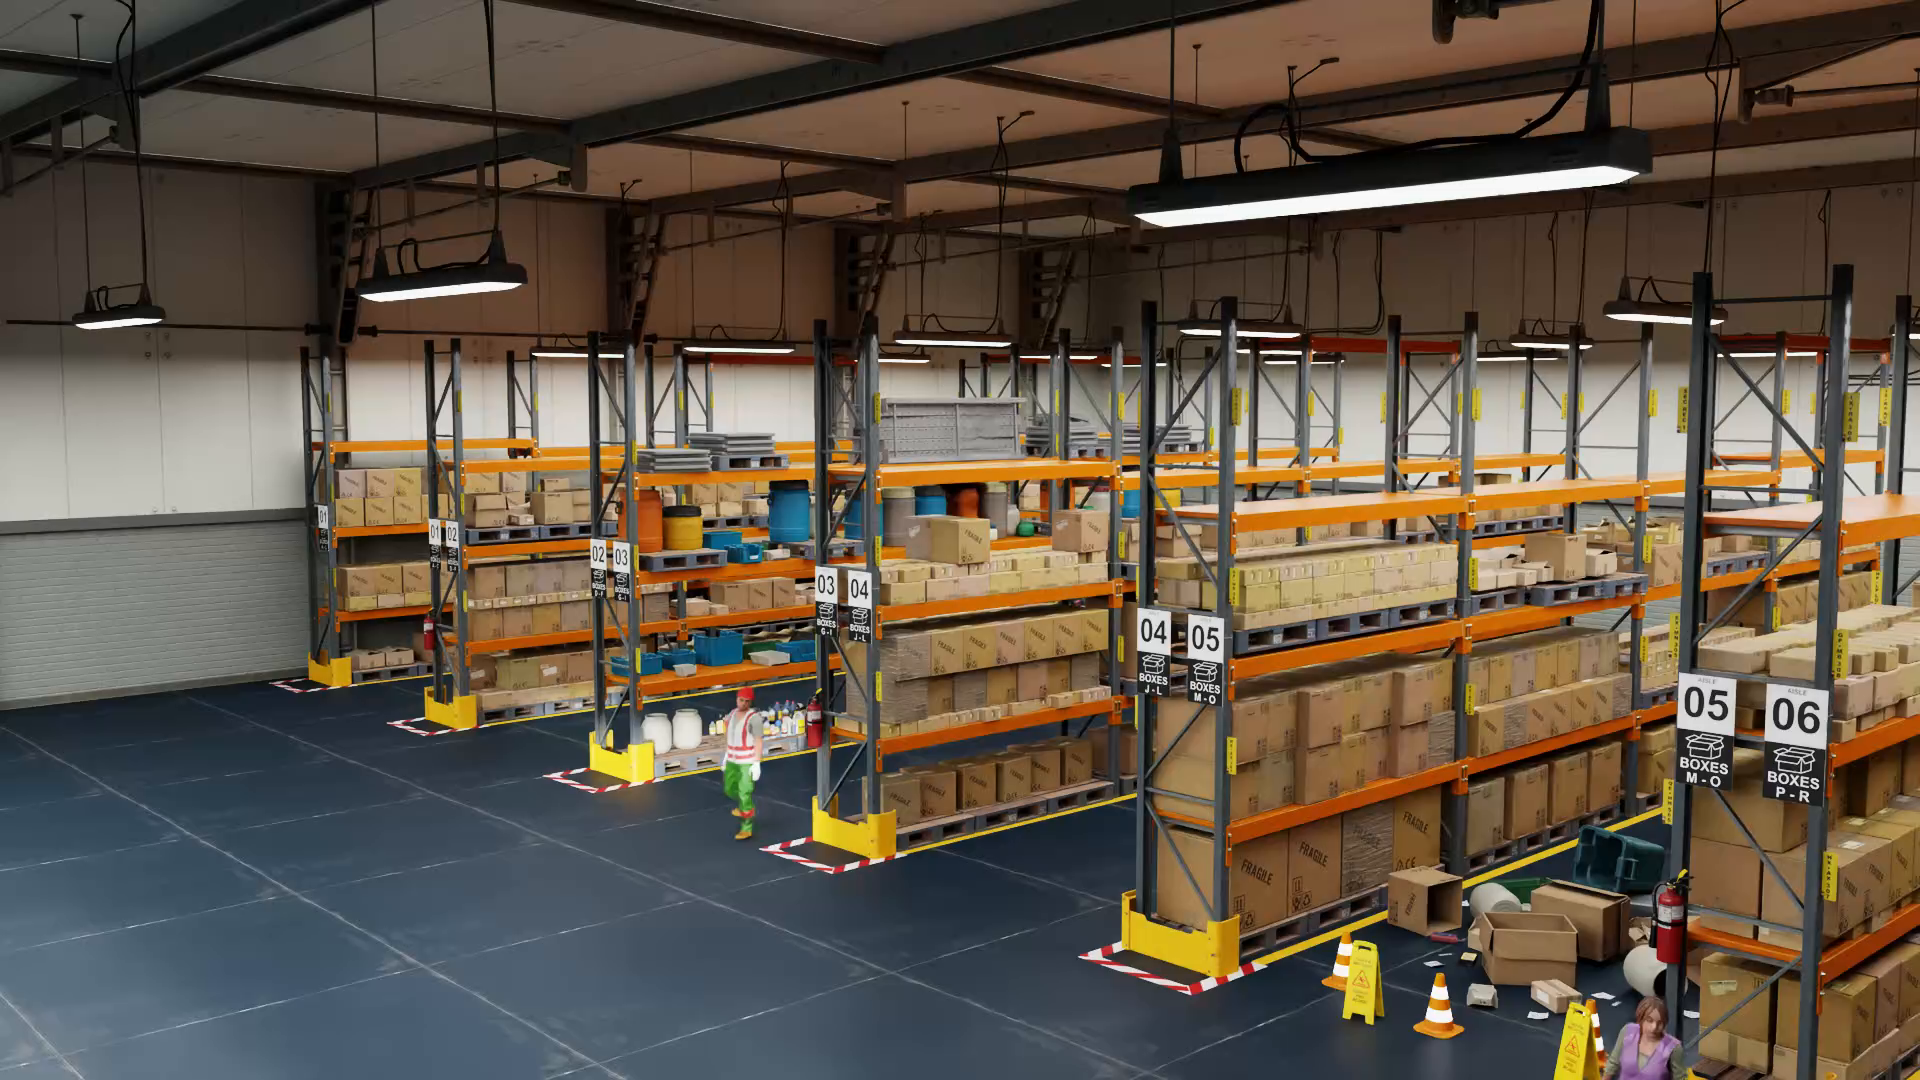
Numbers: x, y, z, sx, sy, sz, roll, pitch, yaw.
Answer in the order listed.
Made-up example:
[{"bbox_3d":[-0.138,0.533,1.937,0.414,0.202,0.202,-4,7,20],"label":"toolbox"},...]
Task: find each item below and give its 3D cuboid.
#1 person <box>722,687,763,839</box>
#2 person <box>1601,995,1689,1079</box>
[{"bbox_3d":[-2.536,2.573,19.510,0.804,1.752,0.664,4,6,38],"label":"person"},{"bbox_3d":[4.221,3.494,10.252,0.596,1.542,0.618,3,6,33],"label":"person"}]
